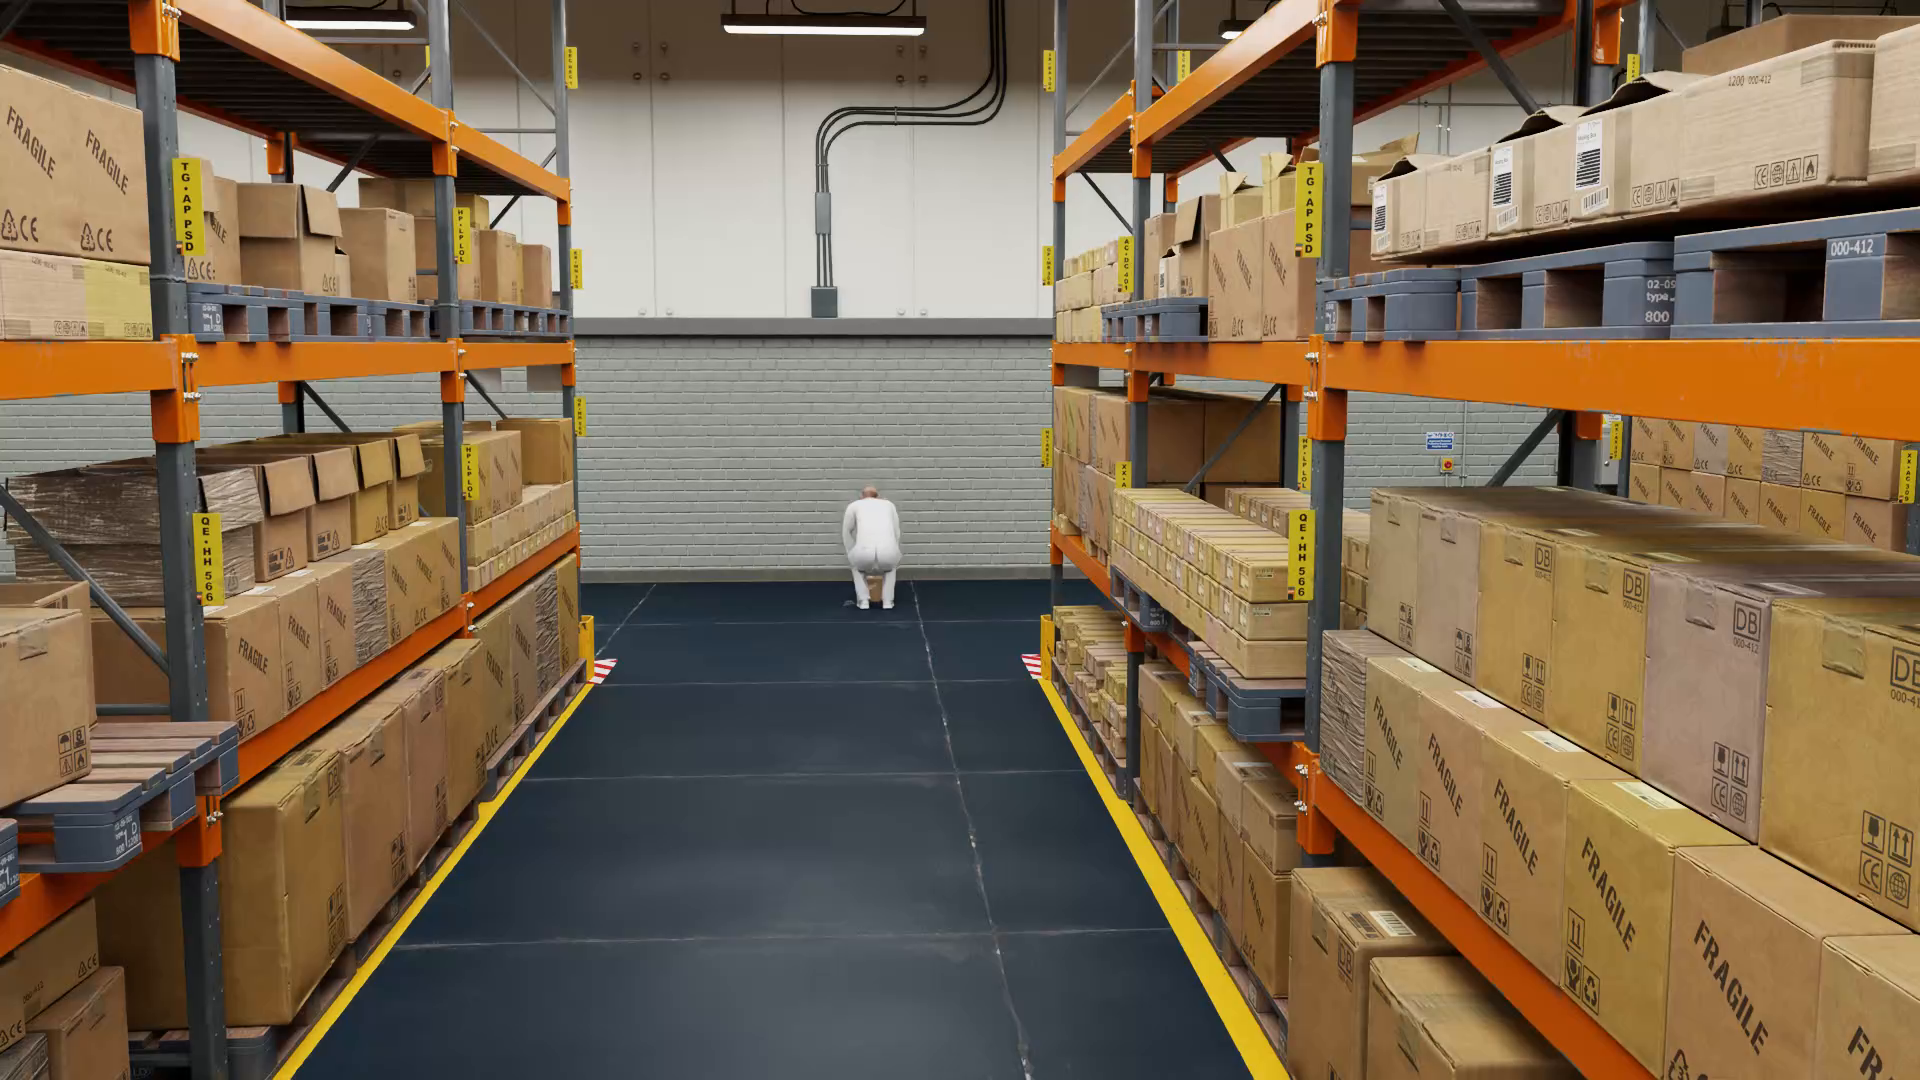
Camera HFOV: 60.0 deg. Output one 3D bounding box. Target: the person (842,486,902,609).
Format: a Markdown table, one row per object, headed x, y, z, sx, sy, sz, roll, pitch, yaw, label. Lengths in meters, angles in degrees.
| x | y | z | sx | sy | sz | roll | pitch | yaw | label |
| --- | --- | --- | --- | --- | --- | --- | --- | --- | --- |
| -0.940 | 0.084 | 17.773 | 0.631 | 1.271 | 0.793 | 0 | 7 | -4 | person |
